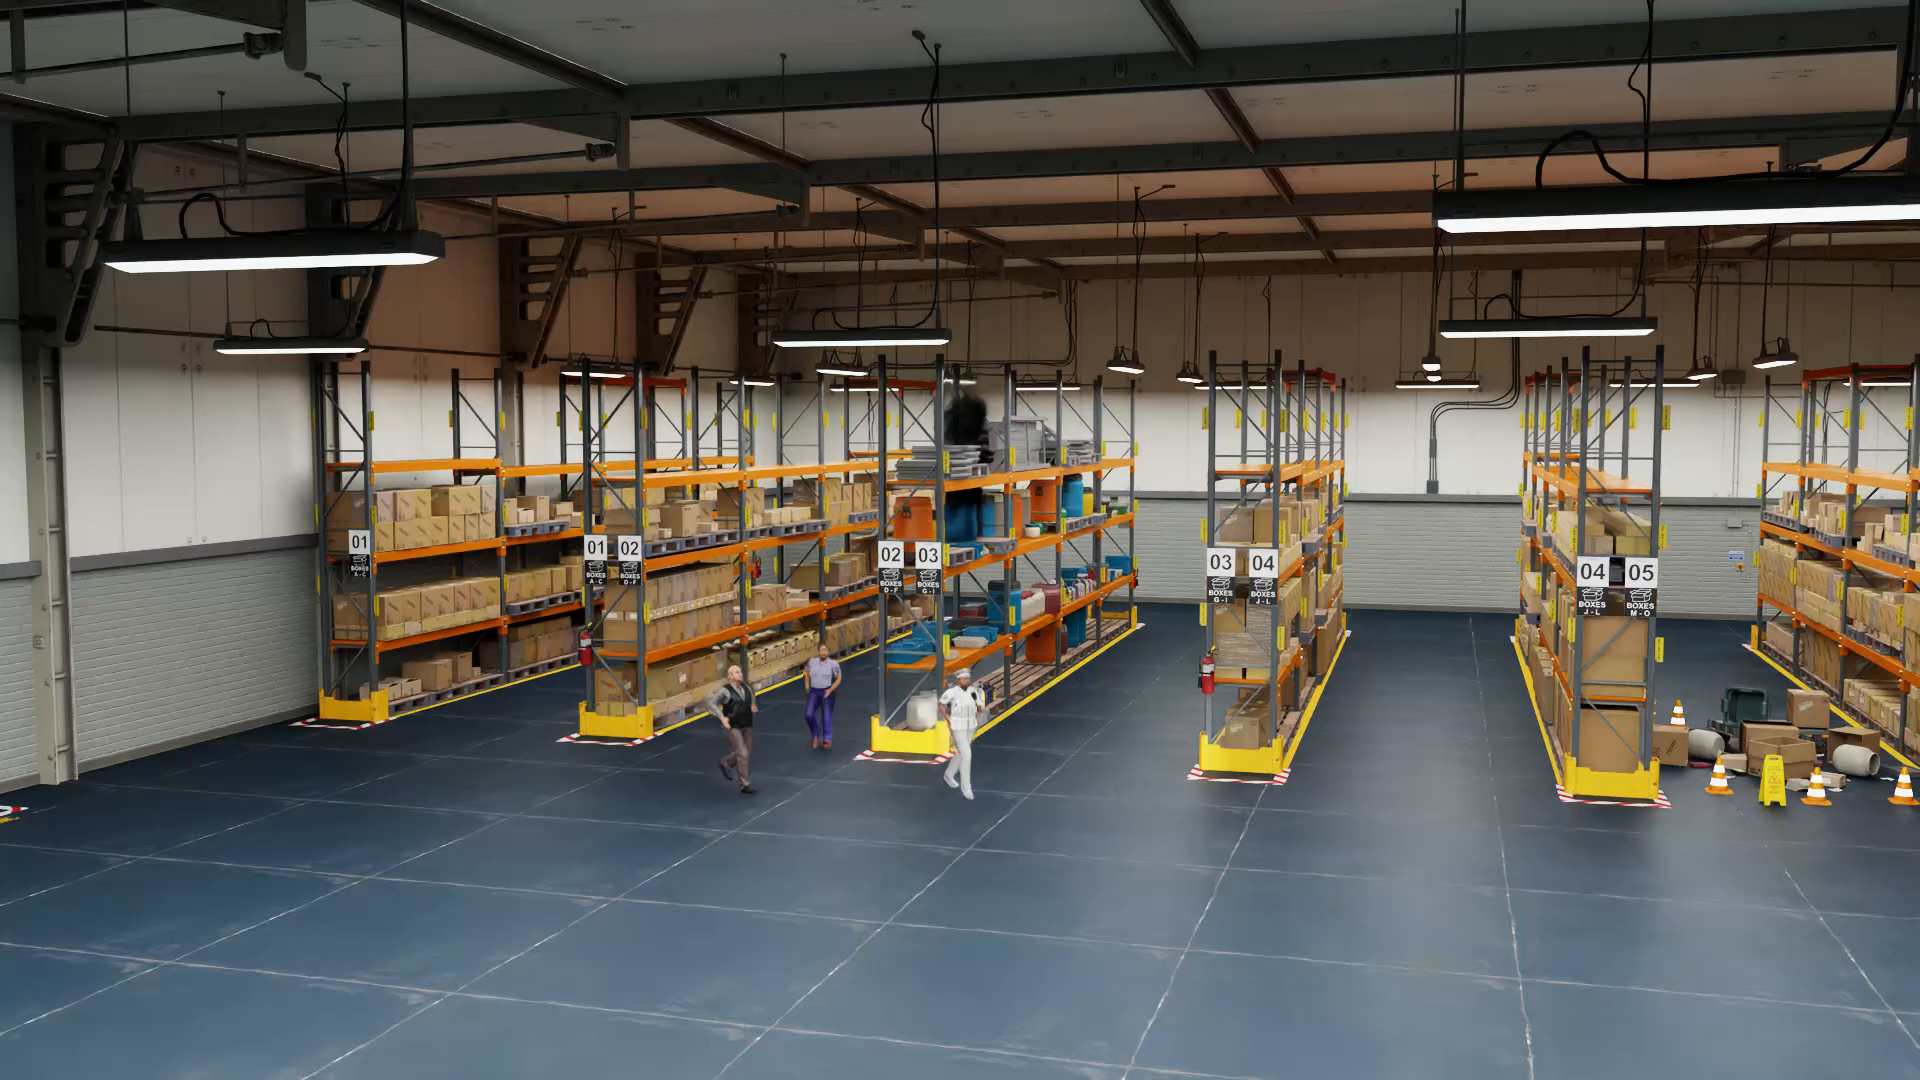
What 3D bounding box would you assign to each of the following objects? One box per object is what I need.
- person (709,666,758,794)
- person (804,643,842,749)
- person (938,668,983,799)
[{"bbox_3d":[-3.024,2.515,22.477,0.896,1.641,0.668,4,5,42],"label":"person"},{"bbox_3d":[-2.116,2.386,25.373,0.625,1.605,0.600,1,4,10],"label":"person"},{"bbox_3d":[0.034,2.573,22.359,0.550,1.762,0.770,-3,5,-36],"label":"person"}]
